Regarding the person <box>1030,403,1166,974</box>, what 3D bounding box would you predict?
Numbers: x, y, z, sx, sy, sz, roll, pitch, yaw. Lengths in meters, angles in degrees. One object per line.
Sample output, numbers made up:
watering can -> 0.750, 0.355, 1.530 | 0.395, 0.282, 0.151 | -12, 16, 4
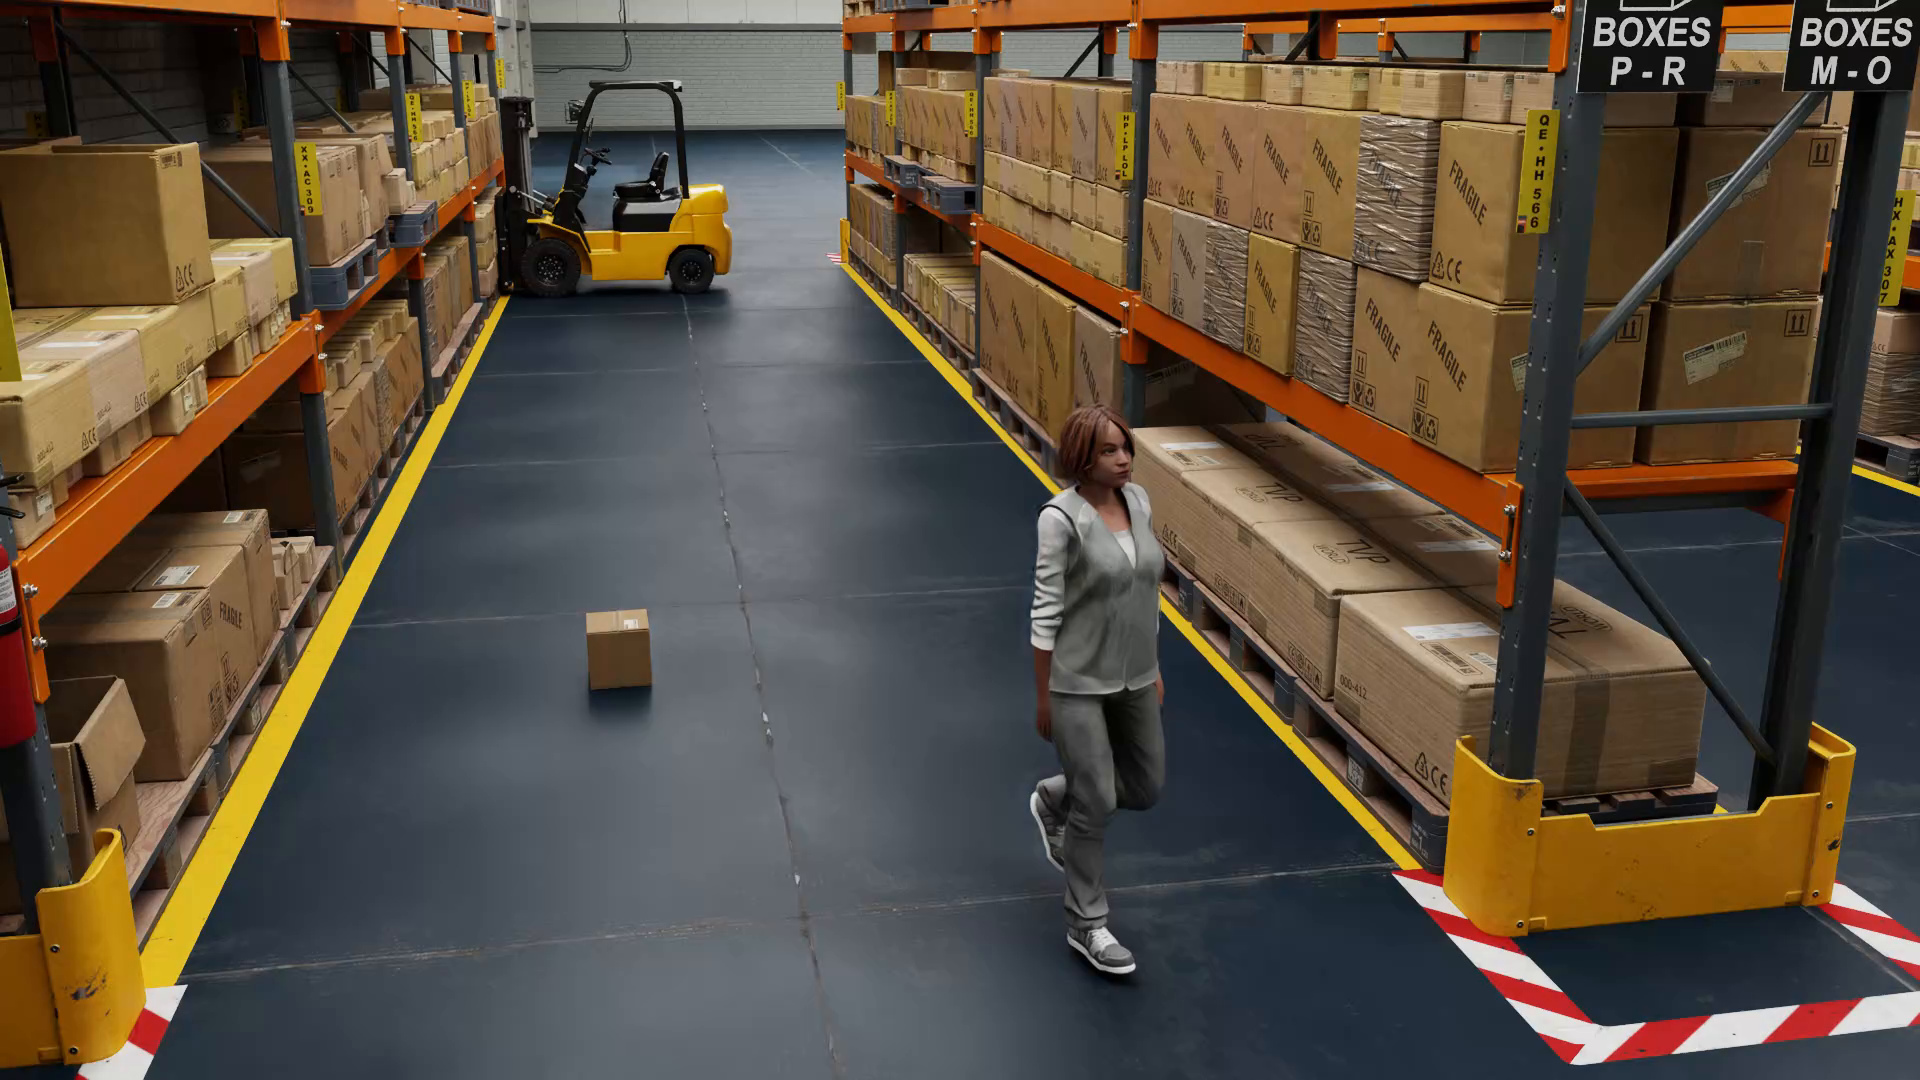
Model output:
person -> 0.354, 0.384, 4.701 | 0.423, 1.588, 0.619 | -12, 20, -34
